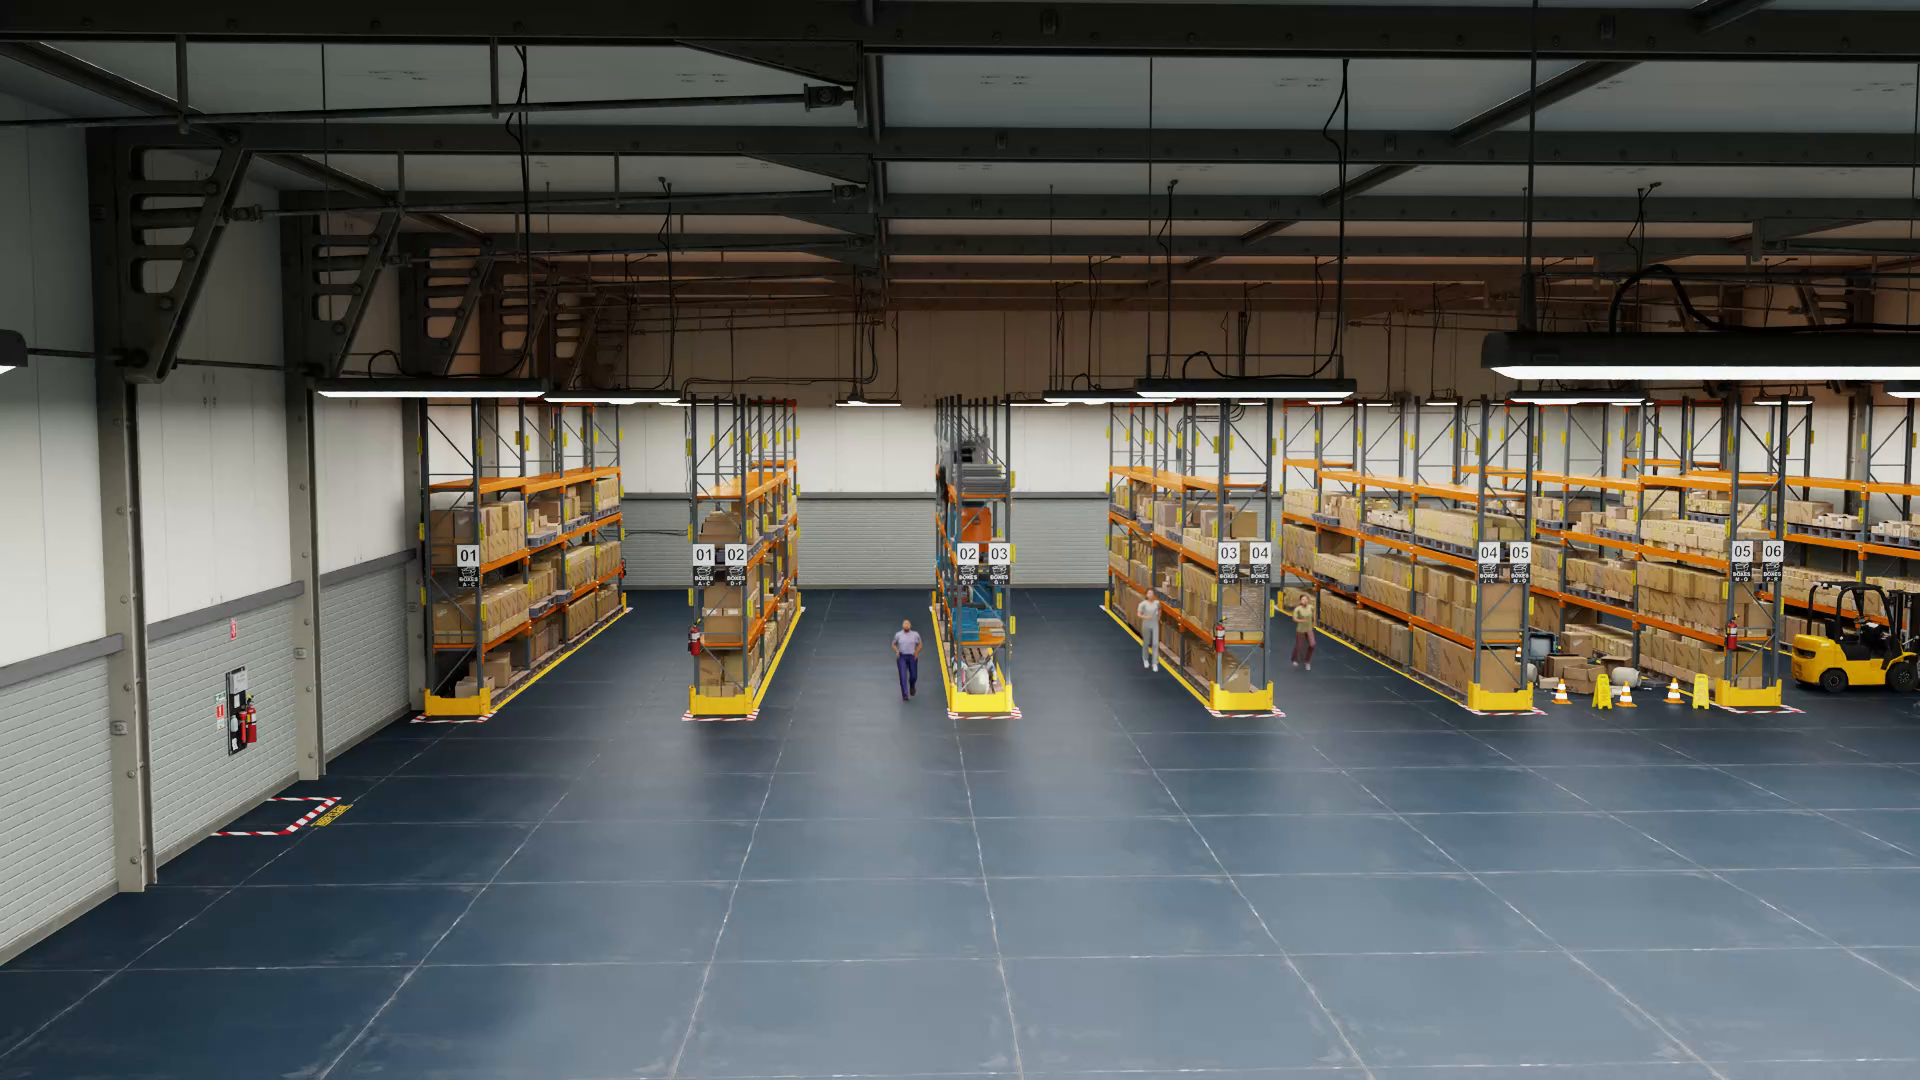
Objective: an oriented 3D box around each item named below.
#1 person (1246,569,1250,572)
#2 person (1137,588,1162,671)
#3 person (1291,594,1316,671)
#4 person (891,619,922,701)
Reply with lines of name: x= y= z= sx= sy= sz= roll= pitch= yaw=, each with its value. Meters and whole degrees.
person: x=8.522 y=1.155 z=48.761 sx=0.474 sy=1.503 sz=0.626 roll=-2 pitch=5 yaw=-21
person: x=3.972 y=1.852 z=34.698 sx=0.562 sy=1.703 sz=0.865 roll=-1 pitch=5 yaw=-6
person: x=7.556 y=2.016 z=36.507 sx=0.581 sy=1.672 sz=0.842 roll=-1 pitch=5 yaw=-7
person: x=-1.046 y=2.350 z=32.721 sx=0.603 sy=1.596 sz=0.571 roll=0 pitch=5 yaw=-4
